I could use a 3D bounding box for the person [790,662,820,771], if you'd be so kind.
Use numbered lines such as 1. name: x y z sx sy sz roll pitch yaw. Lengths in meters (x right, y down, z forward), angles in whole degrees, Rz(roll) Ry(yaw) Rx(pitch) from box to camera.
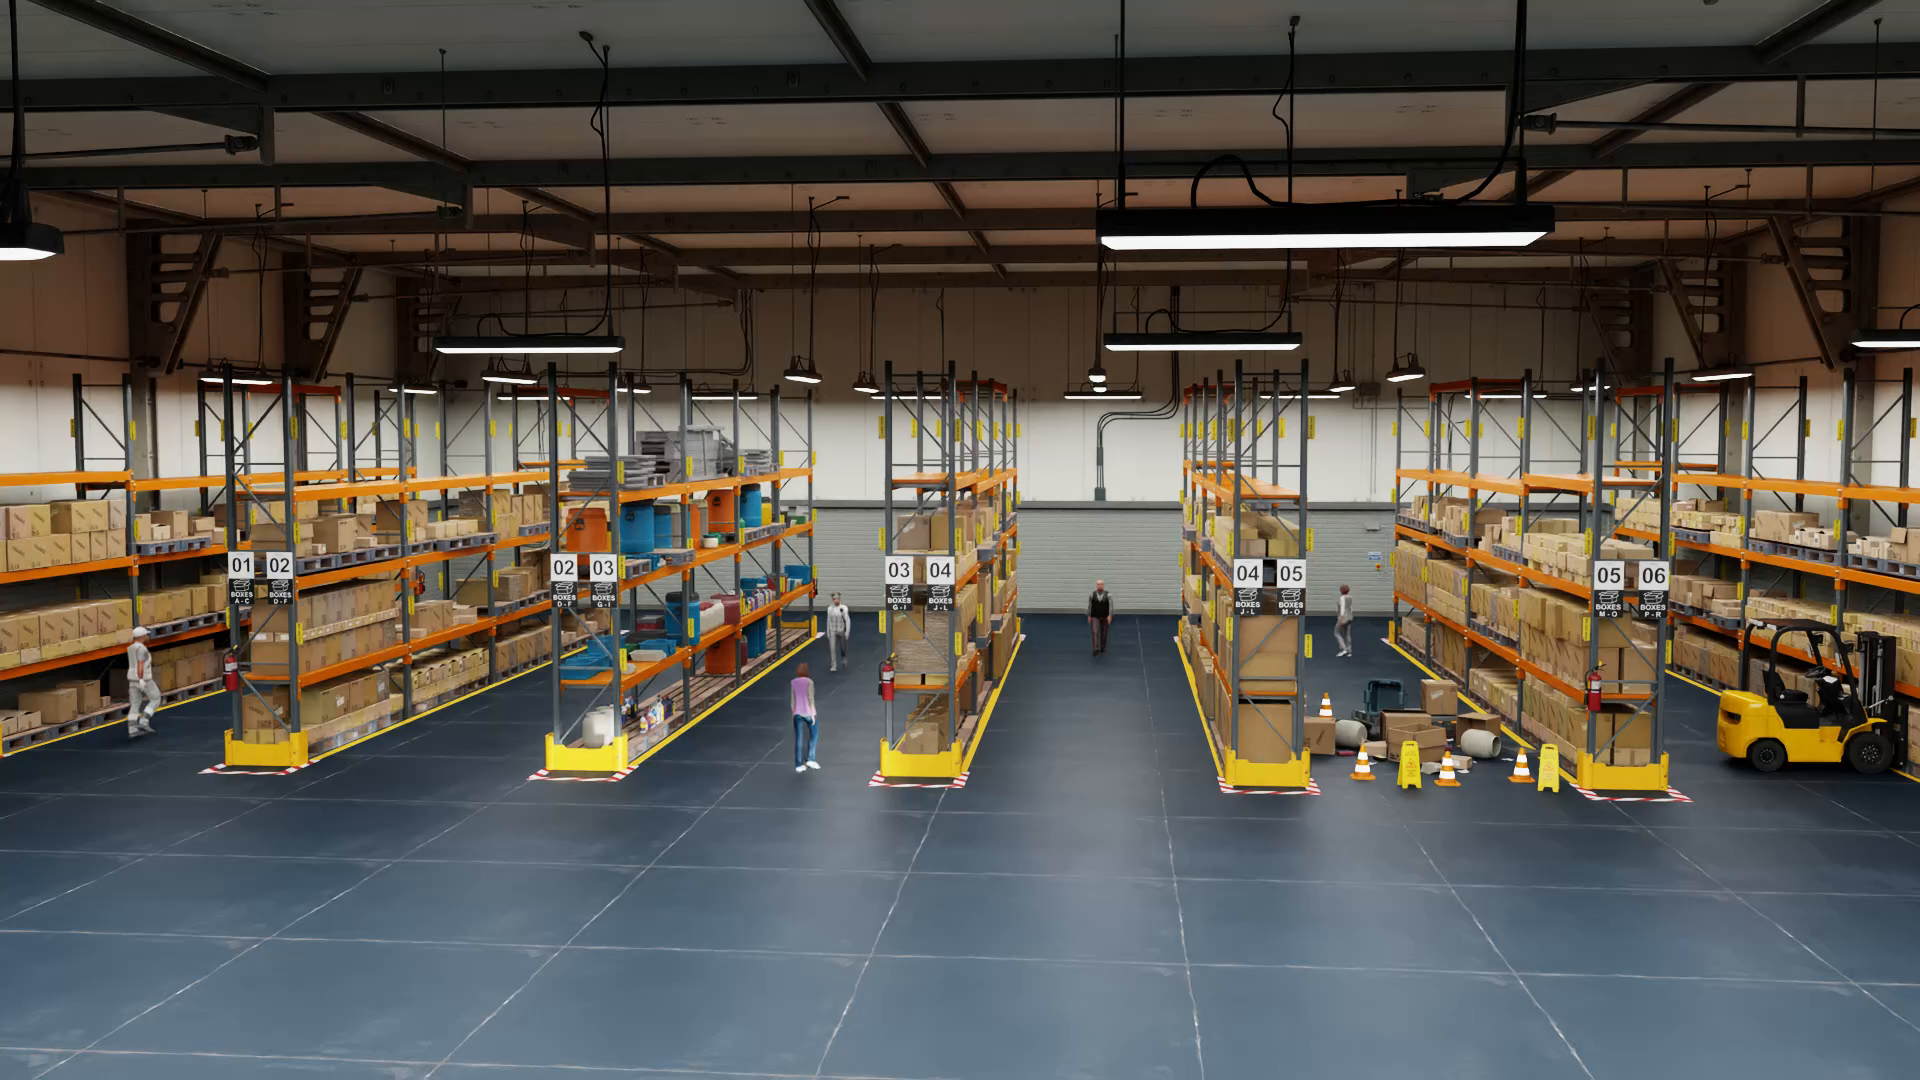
1. person: -2.321 2.605 24.445 0.429 1.609 0.511 1 4 14

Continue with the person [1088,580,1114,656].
1. person: 3.127 1.721 36.912 0.558 1.654 1.082 0 4 0

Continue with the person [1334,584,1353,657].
1. person: 8.531 1.806 36.836 0.445 1.578 0.373 -4 5 -43

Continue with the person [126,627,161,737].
1. person: -13.436 2.308 27.223 0.543 1.772 0.495 1 4 19

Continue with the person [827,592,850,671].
1. person: -2.532 1.885 34.727 0.492 1.637 0.872 0 4 2
